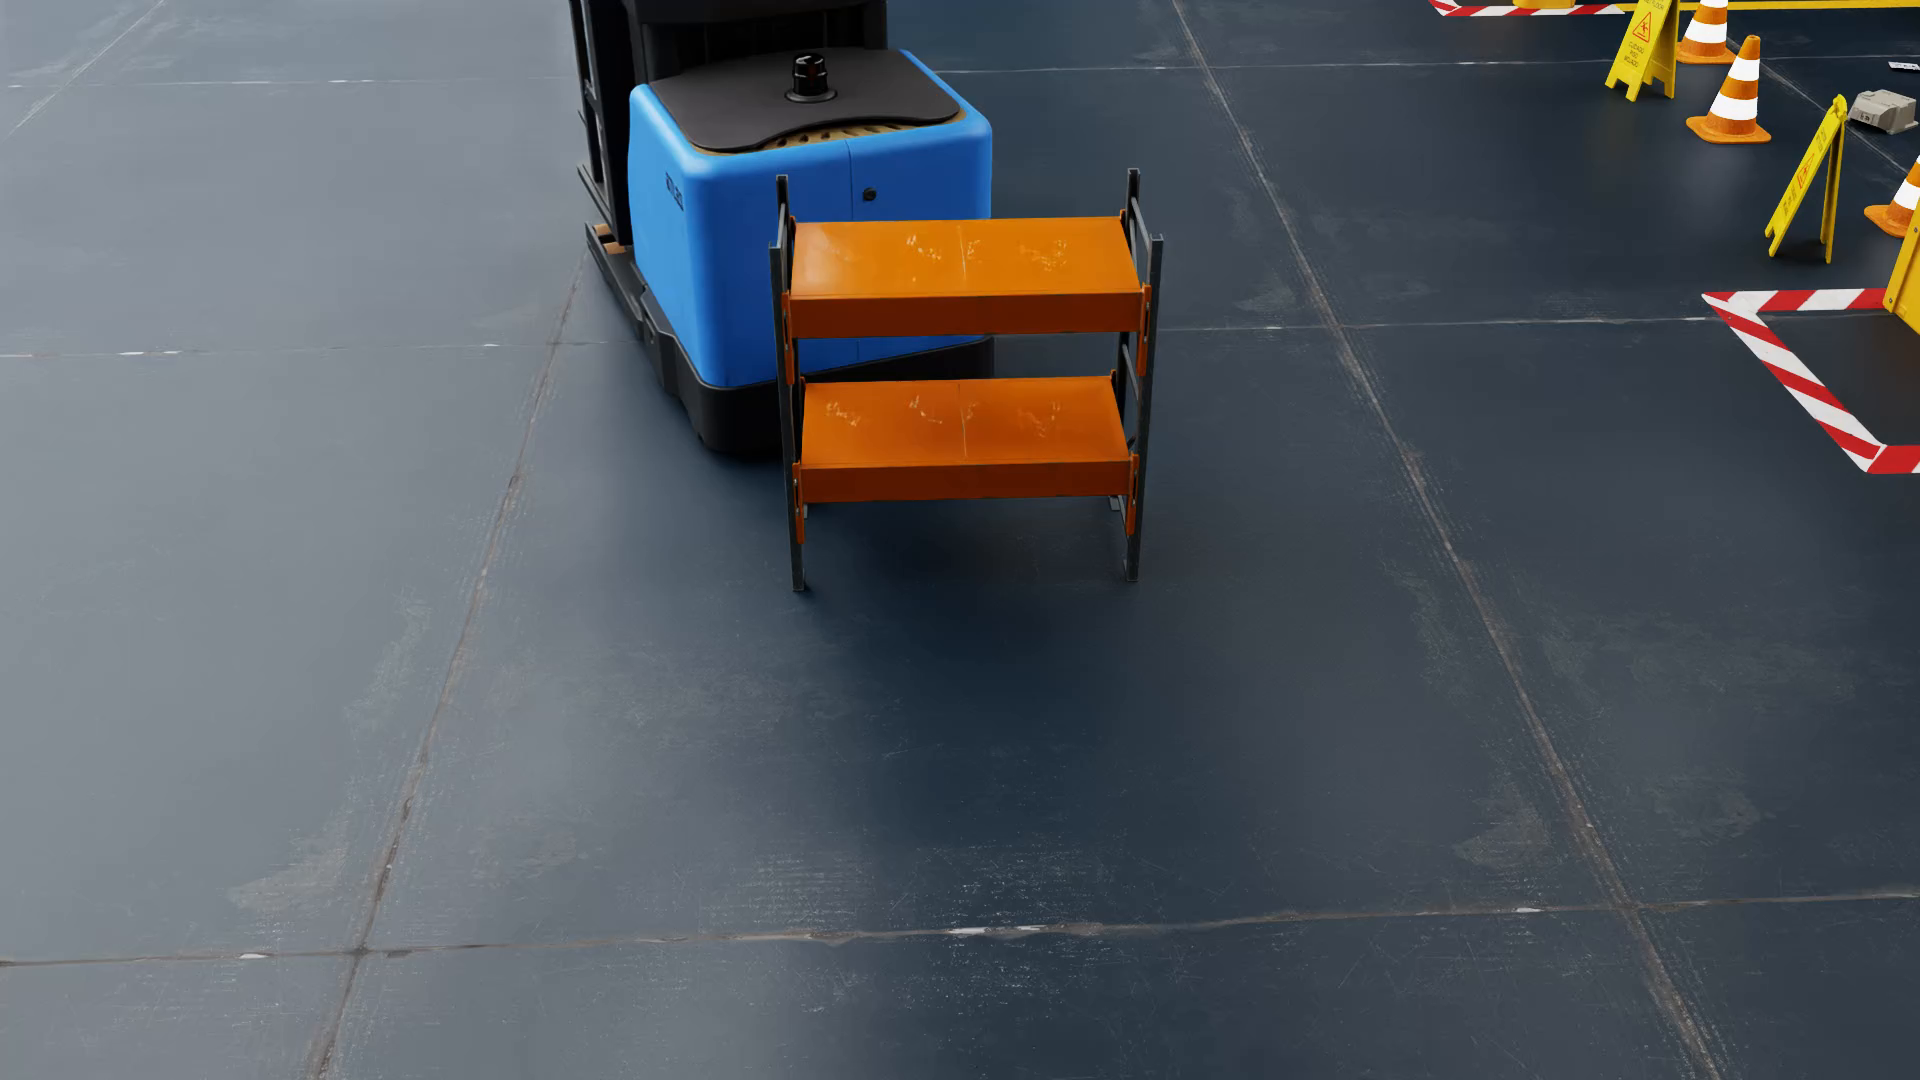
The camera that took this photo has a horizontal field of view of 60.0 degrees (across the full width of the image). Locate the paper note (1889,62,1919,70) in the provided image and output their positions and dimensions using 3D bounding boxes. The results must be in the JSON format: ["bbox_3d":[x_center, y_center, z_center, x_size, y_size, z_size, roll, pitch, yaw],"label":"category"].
[{"bbox_3d":[5.052,-2.533,8.885,0.142,0.017,0.144,10,36,14],"label":"paper note"}]

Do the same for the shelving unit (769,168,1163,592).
[{"bbox_3d":[0.007,-0.463,4.930,1.048,1.125,0.538,-2,35,-2],"label":"shelving unit"}]

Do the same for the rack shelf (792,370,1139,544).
[{"bbox_3d":[0.007,-0.262,5.069,1.000,0.278,0.538,-2,35,-2],"label":"rack shelf"}]

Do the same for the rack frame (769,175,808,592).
[{"bbox_3d":[-0.501,-0.449,4.910,0.032,1.125,0.500,-2,35,-2],"label":"rack frame"}]

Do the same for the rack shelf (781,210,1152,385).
[{"bbox_3d":[0.007,-0.703,4.764,1.000,0.278,0.538,-2,35,-2],"label":"rack shelf"}]

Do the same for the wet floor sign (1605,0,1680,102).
[{"bbox_3d":[3.512,-2.585,8.418,0.232,0.644,0.267,-7,35,-10],"label":"wet floor sign"}]

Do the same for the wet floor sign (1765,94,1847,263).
[{"bbox_3d":[3.542,-1.503,6.855,0.232,0.644,0.267,10,36,14],"label":"wet floor sign"}]

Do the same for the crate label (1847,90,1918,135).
[{"bbox_3d":[4.541,-2.114,8.184,0.298,0.136,0.250,-20,39,-26],"label":"crate label"}]

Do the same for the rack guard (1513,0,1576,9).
[{"bbox_3d":[3.423,-3.650,10.085,0.348,0.500,1.175,-2,35,-2],"label":"rack guard"}]

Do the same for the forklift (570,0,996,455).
[{"bbox_3d":[-0.897,-2.321,6.028,1.130,2.935,3.031,-13,37,-18],"label":"forklift"}]

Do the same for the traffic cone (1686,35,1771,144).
[{"bbox_3d":[3.759,-2.191,8.010,0.334,0.463,0.336,-2,35,-2],"label":"traffic cone"}]

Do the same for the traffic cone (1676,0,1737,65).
[{"bbox_3d":[4.045,-2.843,8.951,0.334,0.463,0.336,-2,35,-2],"label":"traffic cone"}]

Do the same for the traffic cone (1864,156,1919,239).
[{"bbox_3d":[4.151,-1.570,7.111,0.334,0.463,0.336,-2,35,-2],"label":"traffic cone"}]

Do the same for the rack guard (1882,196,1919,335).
[{"bbox_3d":[3.859,-0.842,6.028,0.348,0.500,1.175,-2,35,-2],"label":"rack guard"}]

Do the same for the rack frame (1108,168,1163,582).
[{"bbox_3d":[0.515,-0.476,4.950,0.032,1.125,0.500,-2,35,-2],"label":"rack frame"}]
